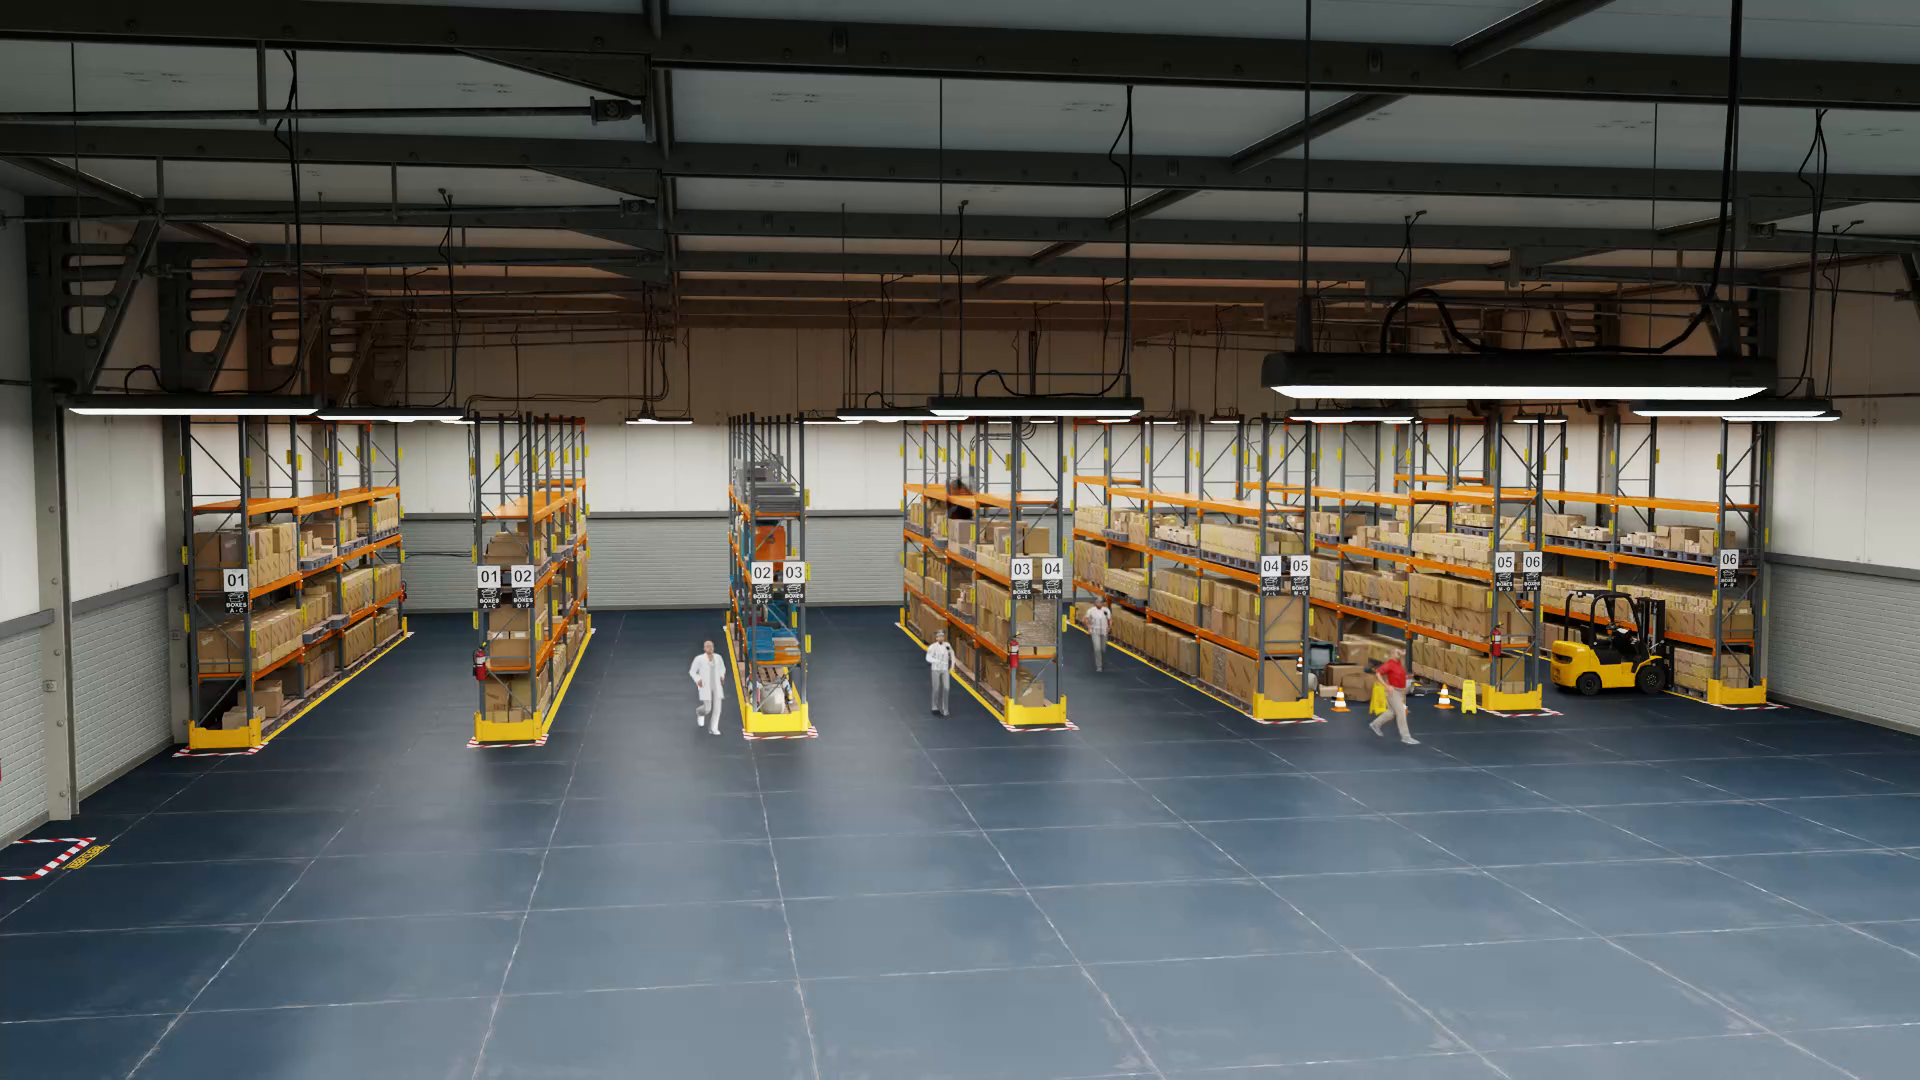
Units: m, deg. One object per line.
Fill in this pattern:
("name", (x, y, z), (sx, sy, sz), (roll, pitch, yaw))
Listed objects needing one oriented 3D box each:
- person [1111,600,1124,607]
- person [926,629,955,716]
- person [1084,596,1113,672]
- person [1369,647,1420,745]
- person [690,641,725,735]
("person", (4.761, 1.454, 50.020), (0.643, 1.747, 0.729), (-1, 4, -8))
("person", (-0.381, 2.646, 33.109), (0.623, 1.765, 0.723), (-1, 4, -13))
("person", (3.273, 2.191, 39.242), (0.675, 1.778, 0.868), (-1, 4, -10))
("person", (7.868, 2.794, 30.103), (0.990, 1.713, 0.663), (3, 5, 34))
("person", (-4.665, 2.749, 31.027), (0.704, 1.713, 0.778), (-2, 4, -28))
